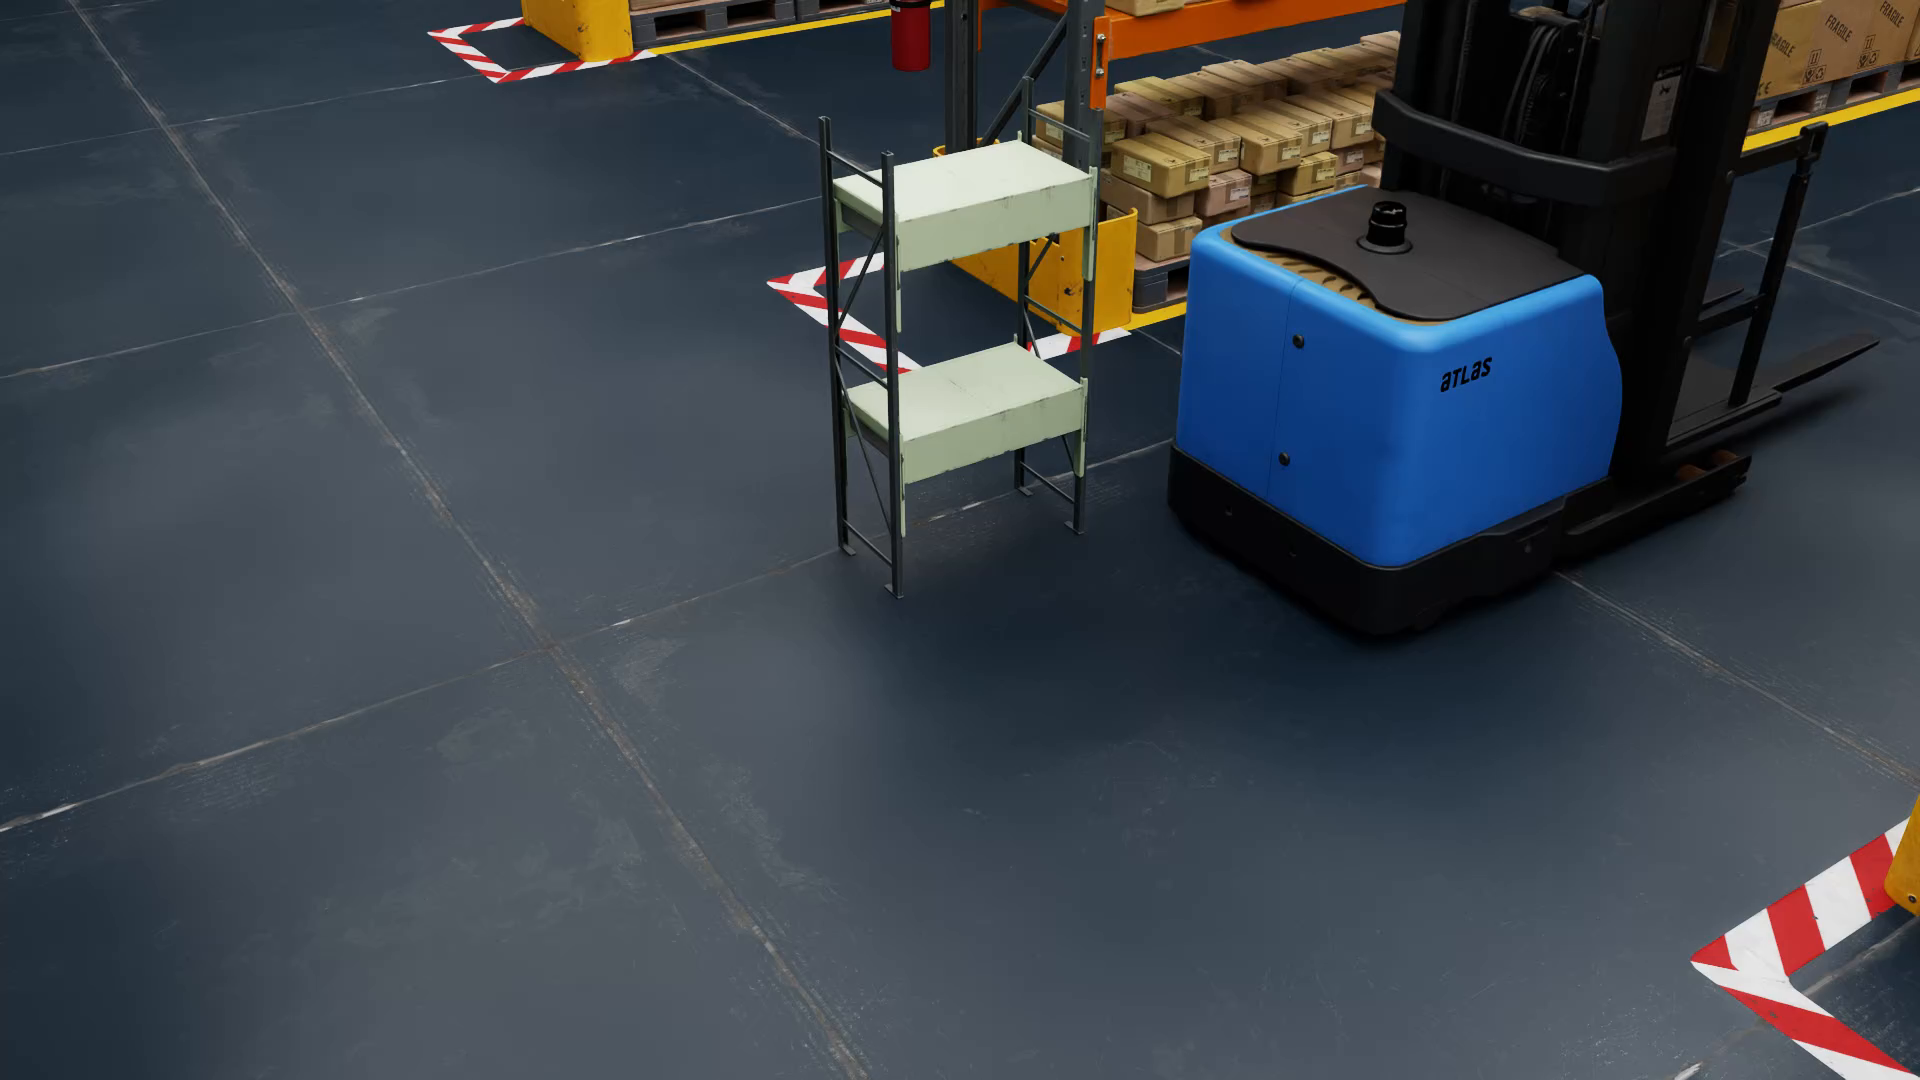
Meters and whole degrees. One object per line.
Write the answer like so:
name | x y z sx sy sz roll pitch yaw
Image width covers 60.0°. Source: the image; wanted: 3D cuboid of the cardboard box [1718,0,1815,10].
cardboard box | 4.376 -3.103 9.104 0.500 0.250 0.500 -21 38 -29

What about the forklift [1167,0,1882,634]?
forklift | 2.229 -1.551 5.461 3.031 2.935 1.130 -20 37 -28

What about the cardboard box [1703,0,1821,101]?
cardboard box | 4.376 -2.785 9.303 0.500 0.500 0.500 -17 36 -25

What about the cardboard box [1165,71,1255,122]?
cardboard box | 1.200 -2.129 8.034 0.250 0.149 0.380 -21 38 -29

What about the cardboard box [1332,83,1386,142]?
cardboard box | 1.969 -2.026 7.870 0.250 0.149 0.380 -18 37 -27

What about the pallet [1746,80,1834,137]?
pallet | 4.265 -2.616 9.700 1.213 0.211 1.003 -19 37 -27

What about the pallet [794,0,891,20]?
pallet | -0.863 -4.042 11.959 1.213 0.211 1.003 -19 37 -27

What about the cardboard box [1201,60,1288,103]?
cardboard box | 1.396 -2.232 8.197 0.250 0.149 0.380 -18 36 -26

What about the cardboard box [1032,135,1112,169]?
cardboard box | 0.538 -1.792 7.779 0.250 0.149 0.380 -20 37 -29

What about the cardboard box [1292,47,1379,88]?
cardboard box | 1.882 -2.347 8.379 0.250 0.149 0.380 -19 37 -27

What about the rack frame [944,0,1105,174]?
rack frame | 0.249 -2.414 6.765 0.127 3.000 1.000 -19 37 -27

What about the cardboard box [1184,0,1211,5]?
cardboard box | 0.891 -2.346 6.893 0.250 0.149 0.380 -18 36 -26

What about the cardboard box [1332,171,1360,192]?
cardboard box | 1.681 -1.722 7.947 0.250 0.149 0.380 -19 37 -27

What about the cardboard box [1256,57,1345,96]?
cardboard box | 1.677 -2.258 8.239 0.250 0.149 0.380 -20 38 -29

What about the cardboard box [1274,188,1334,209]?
cardboard box | 1.518 -1.605 7.762 0.250 0.149 0.380 -18 37 -27

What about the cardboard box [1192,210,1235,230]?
cardboard box | 1.039 -1.506 7.604 0.250 0.149 0.380 -19 37 -27

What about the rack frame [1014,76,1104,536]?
rack frame | 0.313 -0.742 5.521 0.023 1.500 0.400 -19 37 -27

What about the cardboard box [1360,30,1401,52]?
cardboard box | 2.295 -2.516 8.648 0.250 0.149 0.380 -18 37 -26

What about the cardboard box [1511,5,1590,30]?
cardboard box | 3.210 -2.787 9.077 0.250 0.149 0.380 -17 36 -25

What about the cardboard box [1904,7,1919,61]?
cardboard box | 5.688 -3.231 10.009 0.500 0.500 0.500 -21 38 -29

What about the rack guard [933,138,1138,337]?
rack guard | 0.313 -1.378 7.467 0.348 0.500 1.175 -19 37 -27

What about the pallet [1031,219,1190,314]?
pallet | 1.015 -1.475 7.891 1.213 0.211 1.003 -19 37 -27

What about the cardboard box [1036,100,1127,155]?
cardboard box | 0.557 -1.904 7.677 0.250 0.149 0.380 -19 37 -27

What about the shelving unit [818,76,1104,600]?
shelving unit | 0.006 -0.636 5.353 0.755 1.500 0.431 -19 37 -27

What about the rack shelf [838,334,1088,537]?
rack shelf | 0.006 -0.361 5.527 0.720 0.370 0.431 -19 37 -27

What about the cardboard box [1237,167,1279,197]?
cardboard box | 1.247 -1.712 7.652 0.250 0.149 0.380 -18 37 -27

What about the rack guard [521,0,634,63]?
rack guard | -2.538 -3.540 10.893 0.348 0.500 1.175 -19 37 -27

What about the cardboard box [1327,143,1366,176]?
cardboard box | 1.693 -1.857 7.882 0.250 0.149 0.380 -21 38 -29

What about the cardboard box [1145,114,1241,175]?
cardboard box | 1.040 -1.770 7.465 0.250 0.149 0.380 -18 37 -26

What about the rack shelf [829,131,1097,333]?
rack shelf | 0.006 -0.966 5.145 0.720 0.370 0.431 -19 37 -27

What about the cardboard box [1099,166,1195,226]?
cardboard box | 0.829 -1.548 7.392 0.250 0.149 0.380 -17 36 -25

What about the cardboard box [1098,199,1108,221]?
cardboard box | 0.579 -1.631 7.803 0.250 0.149 0.380 -18 37 -26

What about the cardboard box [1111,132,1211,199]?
cardboard box | 0.874 -1.636 7.253 0.250 0.149 0.380 -21 38 -29

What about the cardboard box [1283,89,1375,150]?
cardboard box | 1.723 -1.970 7.782 0.250 0.149 0.380 -17 36 -25

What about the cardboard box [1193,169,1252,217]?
cardboard box | 1.090 -1.602 7.477 0.250 0.149 0.380 -19 37 -27

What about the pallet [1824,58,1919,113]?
pallet | 5.291 -2.971 10.262 1.213 0.211 1.003 -19 37 -27

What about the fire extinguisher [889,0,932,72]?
fire extinguisher | -0.212 -2.357 7.098 0.183 0.674 0.296 -19 37 -27

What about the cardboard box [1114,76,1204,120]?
cardboard box | 0.948 -2.083 7.961 0.250 0.149 0.380 -20 37 -28

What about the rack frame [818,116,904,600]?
rack frame | -0.302 -0.530 5.185 0.023 1.500 0.400 -19 37 -27

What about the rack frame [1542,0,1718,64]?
rack frame | 3.611 -3.570 8.598 0.127 3.000 1.000 -19 37 -27

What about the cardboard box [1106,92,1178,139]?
cardboard box | 0.799 -1.951 7.752 0.250 0.149 0.380 -18 37 -26

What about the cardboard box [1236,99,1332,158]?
cardboard box | 1.485 -1.894 7.662 0.250 0.149 0.380 -21 38 -30

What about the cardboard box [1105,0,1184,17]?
cardboard box | 0.699 -2.254 6.747 0.250 0.149 0.380 -19 37 -28

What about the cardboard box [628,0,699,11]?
cardboard box | -2.017 -3.934 11.183 0.875 0.438 0.875 -20 38 -29

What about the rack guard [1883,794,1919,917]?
rack guard | 2.832 0.904 3.849 0.348 0.500 1.175 -19 37 -27

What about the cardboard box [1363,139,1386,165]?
cardboard box | 1.899 -1.954 8.035 0.250 0.149 0.380 -17 36 -25

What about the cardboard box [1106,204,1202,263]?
cardboard box | 0.863 -1.393 7.426 0.250 0.149 0.380 -18 37 -26

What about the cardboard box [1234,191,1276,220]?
cardboard box | 1.244 -1.581 7.723 0.250 0.149 0.380 -19 37 -27

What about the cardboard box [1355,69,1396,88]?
cardboard box | 2.129 -2.141 8.054 0.250 0.149 0.380 -19 37 -27

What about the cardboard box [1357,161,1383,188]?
cardboard box | 1.937 -1.755 7.999 0.250 0.149 0.380 -21 38 -30

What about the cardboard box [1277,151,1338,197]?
cardboard box | 1.522 -1.737 7.693 0.250 0.149 0.380 -18 36 -26

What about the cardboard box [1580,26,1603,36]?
cardboard box | 3.453 -2.574 8.740 0.250 0.149 0.380 -18 36 -26

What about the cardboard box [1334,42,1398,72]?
cardboard box | 2.111 -2.400 8.464 0.250 0.149 0.380 -21 38 -29

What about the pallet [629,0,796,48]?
pallet | -1.888 -3.691 11.404 1.213 0.211 1.003 -19 37 -27

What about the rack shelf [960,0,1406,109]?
rack shelf | 1.930 -2.688 7.873 4.000 0.370 1.077 -19 37 -27

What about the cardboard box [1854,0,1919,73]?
cardboard box | 5.253 -3.096 9.796 0.500 0.500 0.500 -18 37 -26

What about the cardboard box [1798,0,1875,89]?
cardboard box | 4.820 -2.939 9.546 0.500 0.500 0.500 -17 36 -25

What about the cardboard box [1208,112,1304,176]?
cardboard box | 1.322 -1.785 7.490 0.250 0.149 0.380 -19 37 -27

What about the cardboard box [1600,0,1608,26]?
cardboard box | 4.097 -3.017 9.671 0.500 0.500 0.500 -20 37 -28
